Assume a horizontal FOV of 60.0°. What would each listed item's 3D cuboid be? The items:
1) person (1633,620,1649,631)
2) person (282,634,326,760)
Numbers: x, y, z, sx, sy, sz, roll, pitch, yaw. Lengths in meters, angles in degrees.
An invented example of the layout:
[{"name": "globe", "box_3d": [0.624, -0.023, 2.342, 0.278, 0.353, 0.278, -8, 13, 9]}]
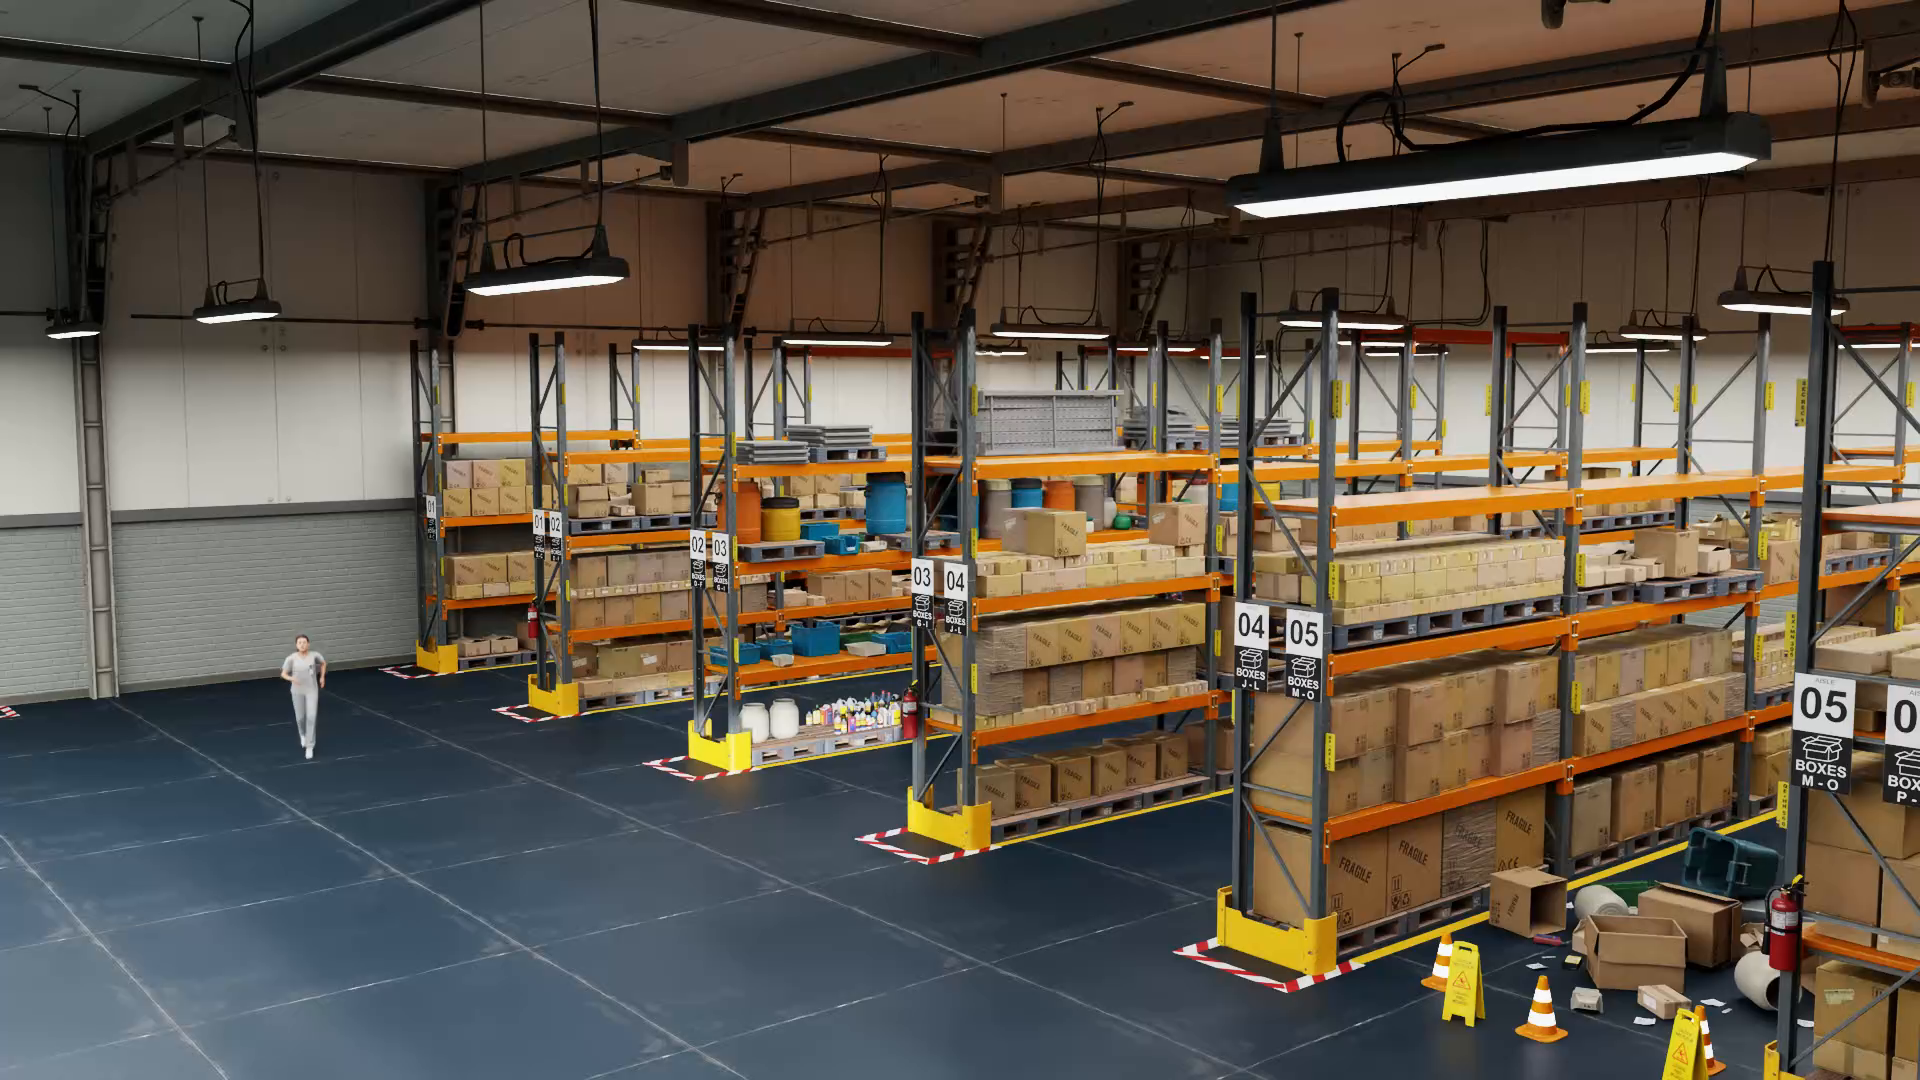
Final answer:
[{"name": "person", "box_3d": [10.354, 2.002, 25.344, 0.578, 1.732, 0.732, 5, 7, 42]}, {"name": "person", "box_3d": [-9.223, 2.116, 23.402, 0.584, 1.608, 0.850, -2, 6, -21]}]
